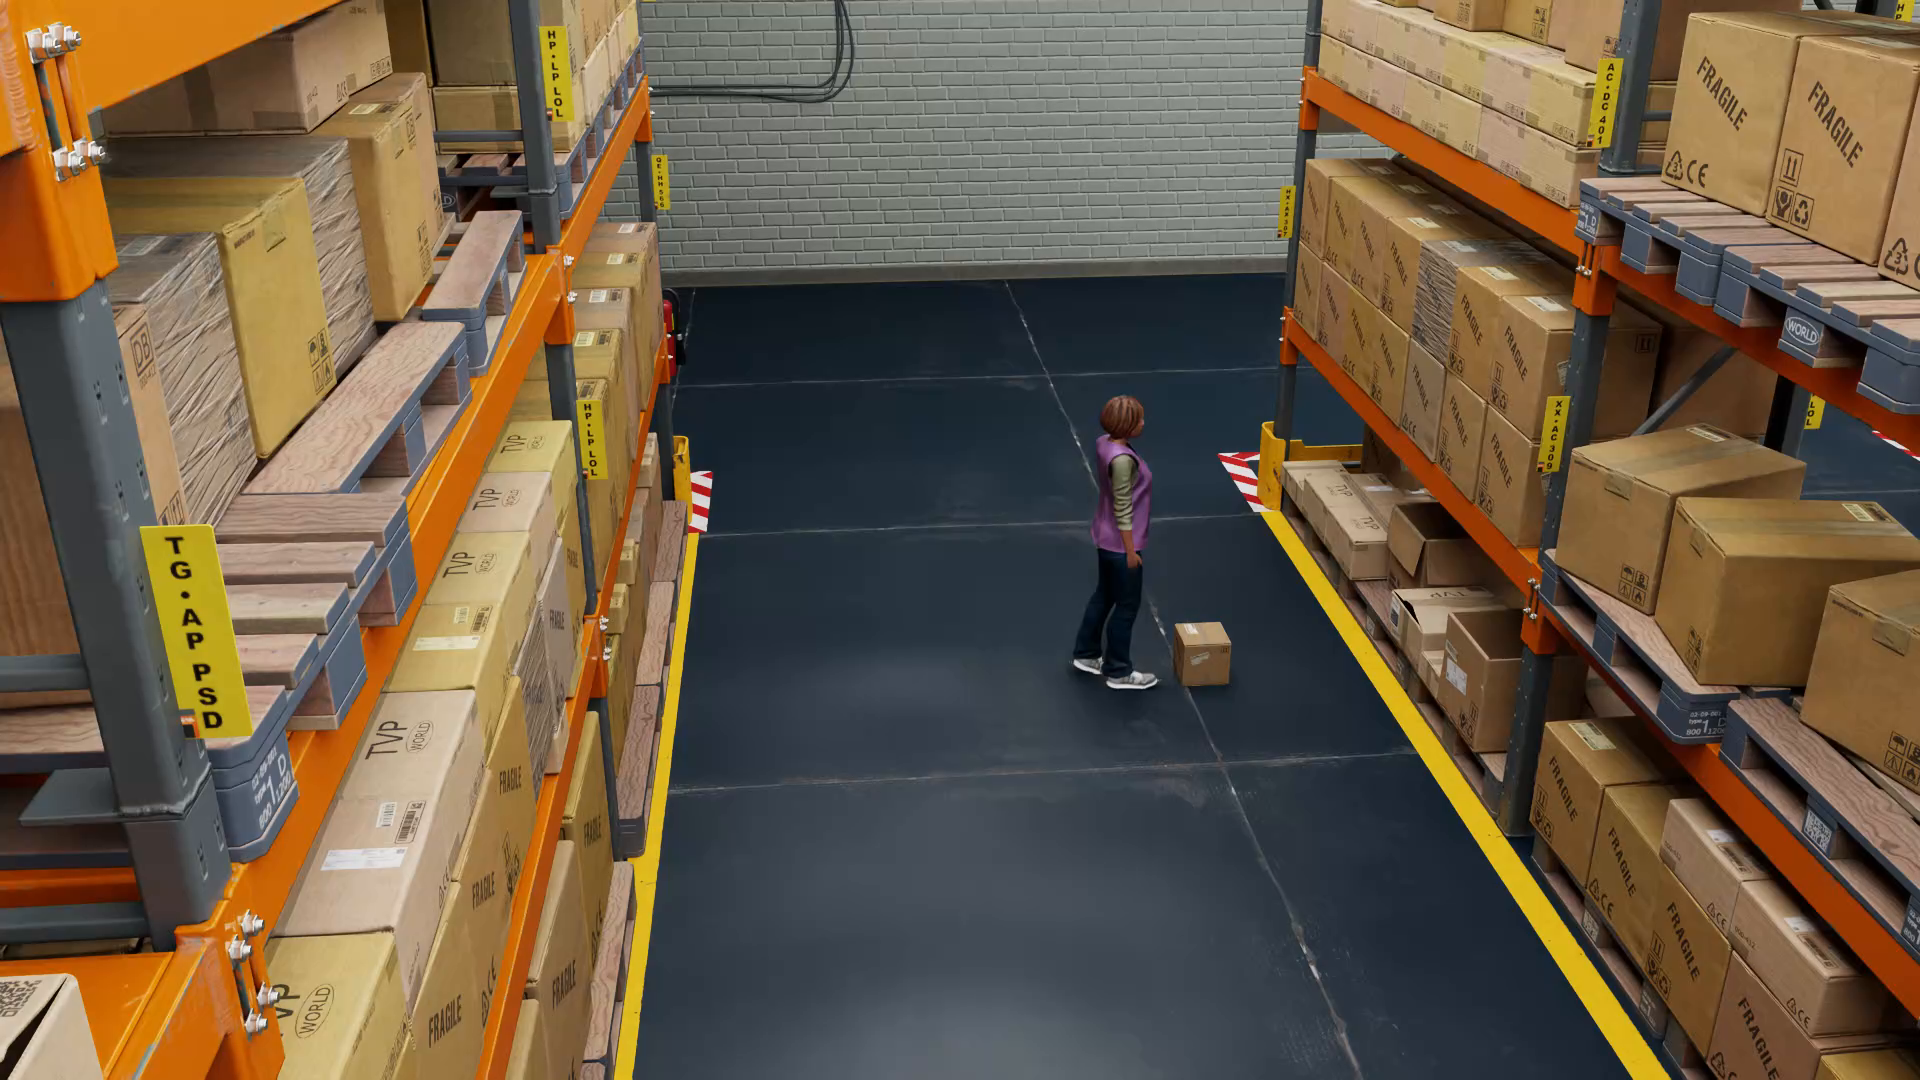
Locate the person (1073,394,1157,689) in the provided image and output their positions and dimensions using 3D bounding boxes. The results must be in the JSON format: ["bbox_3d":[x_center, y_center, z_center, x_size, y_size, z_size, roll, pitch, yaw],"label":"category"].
[{"bbox_3d":[0.825,0.024,8.588,0.429,1.629,0.415,-2,24,-4],"label":"person"}]
